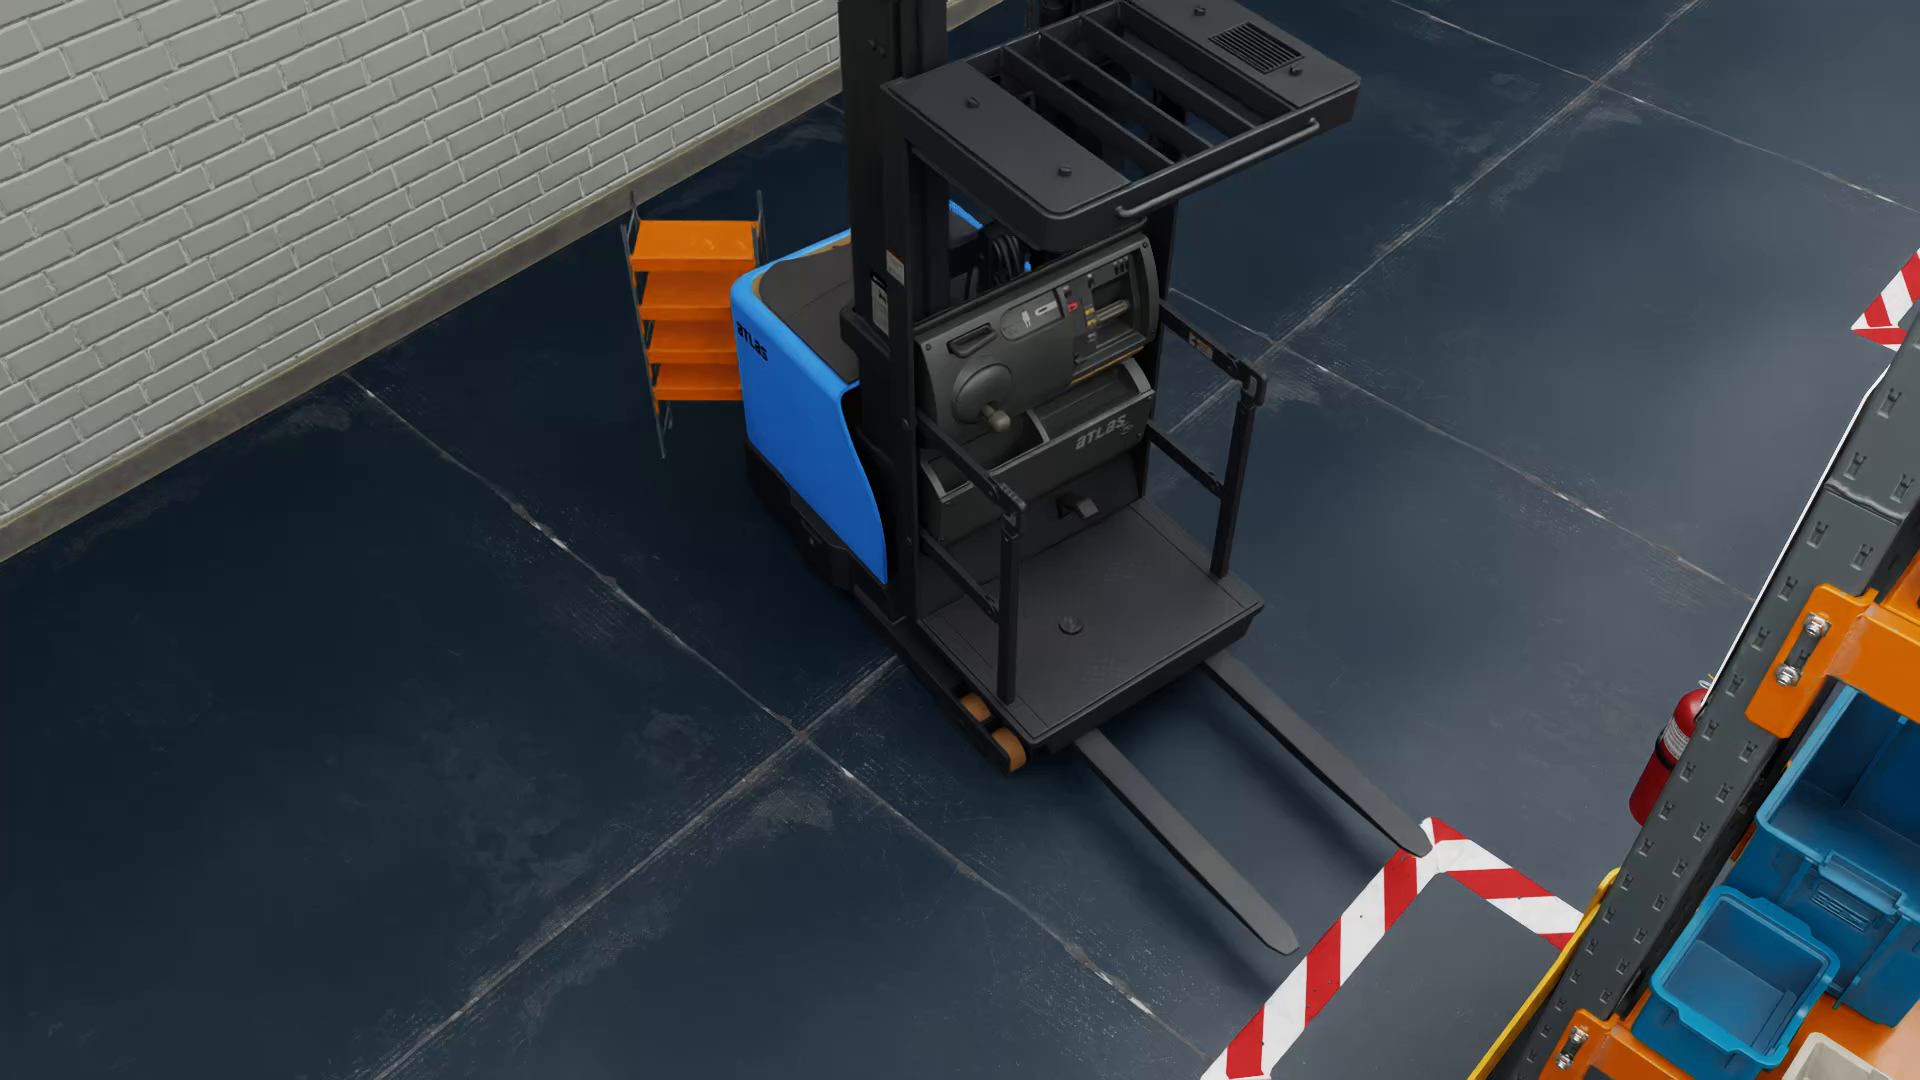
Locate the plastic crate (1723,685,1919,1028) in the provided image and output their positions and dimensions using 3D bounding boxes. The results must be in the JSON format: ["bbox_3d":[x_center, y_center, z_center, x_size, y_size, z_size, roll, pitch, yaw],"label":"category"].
[{"bbox_3d":[2.167,0.739,3.933,0.499,0.435,0.616,34,55,28],"label":"plastic crate"}]

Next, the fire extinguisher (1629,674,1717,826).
[{"bbox_3d":[1.991,0.542,4.492,0.183,0.674,0.296,34,55,28],"label":"fire extinguisher"}]

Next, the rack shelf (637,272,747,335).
[{"bbox_3d":[-1.014,-0.949,6.603,0.480,0.148,0.258,0,47,0],"label":"rack shelf"}]

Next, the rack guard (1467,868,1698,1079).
[{"bbox_3d":[1.767,1.557,4.945,0.348,0.500,1.175,34,55,28],"label":"rack guard"}]

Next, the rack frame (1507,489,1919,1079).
[{"bbox_3d":[1.794,0.706,4.029,0.127,3.000,1.000,34,55,28],"label":"rack frame"}]

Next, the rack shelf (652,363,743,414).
[{"bbox_3d":[-1.014,-0.660,6.911,0.480,0.148,0.258,0,47,0],"label":"rack shelf"}]

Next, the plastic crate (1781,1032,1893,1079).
[{"bbox_3d":[1.932,1.277,3.633,0.298,0.136,0.250,34,55,28],"label":"plastic crate"}]

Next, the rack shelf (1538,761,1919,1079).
[{"bbox_3d":[3.264,1.941,3.363,4.000,0.370,1.077,34,55,28],"label":"rack shelf"}]

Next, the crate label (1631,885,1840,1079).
[{"bbox_3d":[1.752,1.041,3.788,0.303,0.233,0.416,34,55,28],"label":"crate label"}]

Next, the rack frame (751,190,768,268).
[{"bbox_3d":[-0.770,-0.840,6.715,0.015,1.200,0.240,0,47,0],"label":"rack frame"}]

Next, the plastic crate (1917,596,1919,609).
[{"bbox_3d":[1.888,0.064,2.665,0.590,0.269,0.497,34,55,28],"label":"plastic crate"}]

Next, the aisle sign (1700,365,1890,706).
[{"bbox_3d":[1.540,-0.060,2.966,0.004,0.787,0.394,34,55,28],"label":"aisle sign"}]

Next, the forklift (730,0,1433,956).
[{"bbox_3d":[0.399,-0.578,5.282,1.130,2.935,3.031,-28,53,-24],"label":"forklift"}]

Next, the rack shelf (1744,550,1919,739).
[{"bbox_3d":[3.264,0.915,2.270,4.000,0.370,1.077,34,55,28],"label":"rack shelf"}]

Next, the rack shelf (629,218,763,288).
[{"bbox_3d":[-1.014,-1.111,6.431,0.480,0.148,0.258,0,47,0],"label":"rack shelf"}]

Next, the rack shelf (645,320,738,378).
[{"bbox_3d":[-1.014,-0.796,6.766,0.480,0.148,0.258,0,47,0],"label":"rack shelf"}]

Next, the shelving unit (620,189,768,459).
[{"bbox_3d":[-1.014,-0.842,6.717,0.503,1.200,0.258,0,47,0],"label":"shelving unit"}]

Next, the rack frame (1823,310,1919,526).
[{"bbox_3d":[1.794,-1.347,1.842,0.127,3.000,1.000,34,55,28],"label":"rack frame"}]

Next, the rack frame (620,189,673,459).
[{"bbox_3d":[-1.258,-0.844,6.719,0.015,1.200,0.240,0,47,0],"label":"rack frame"}]
